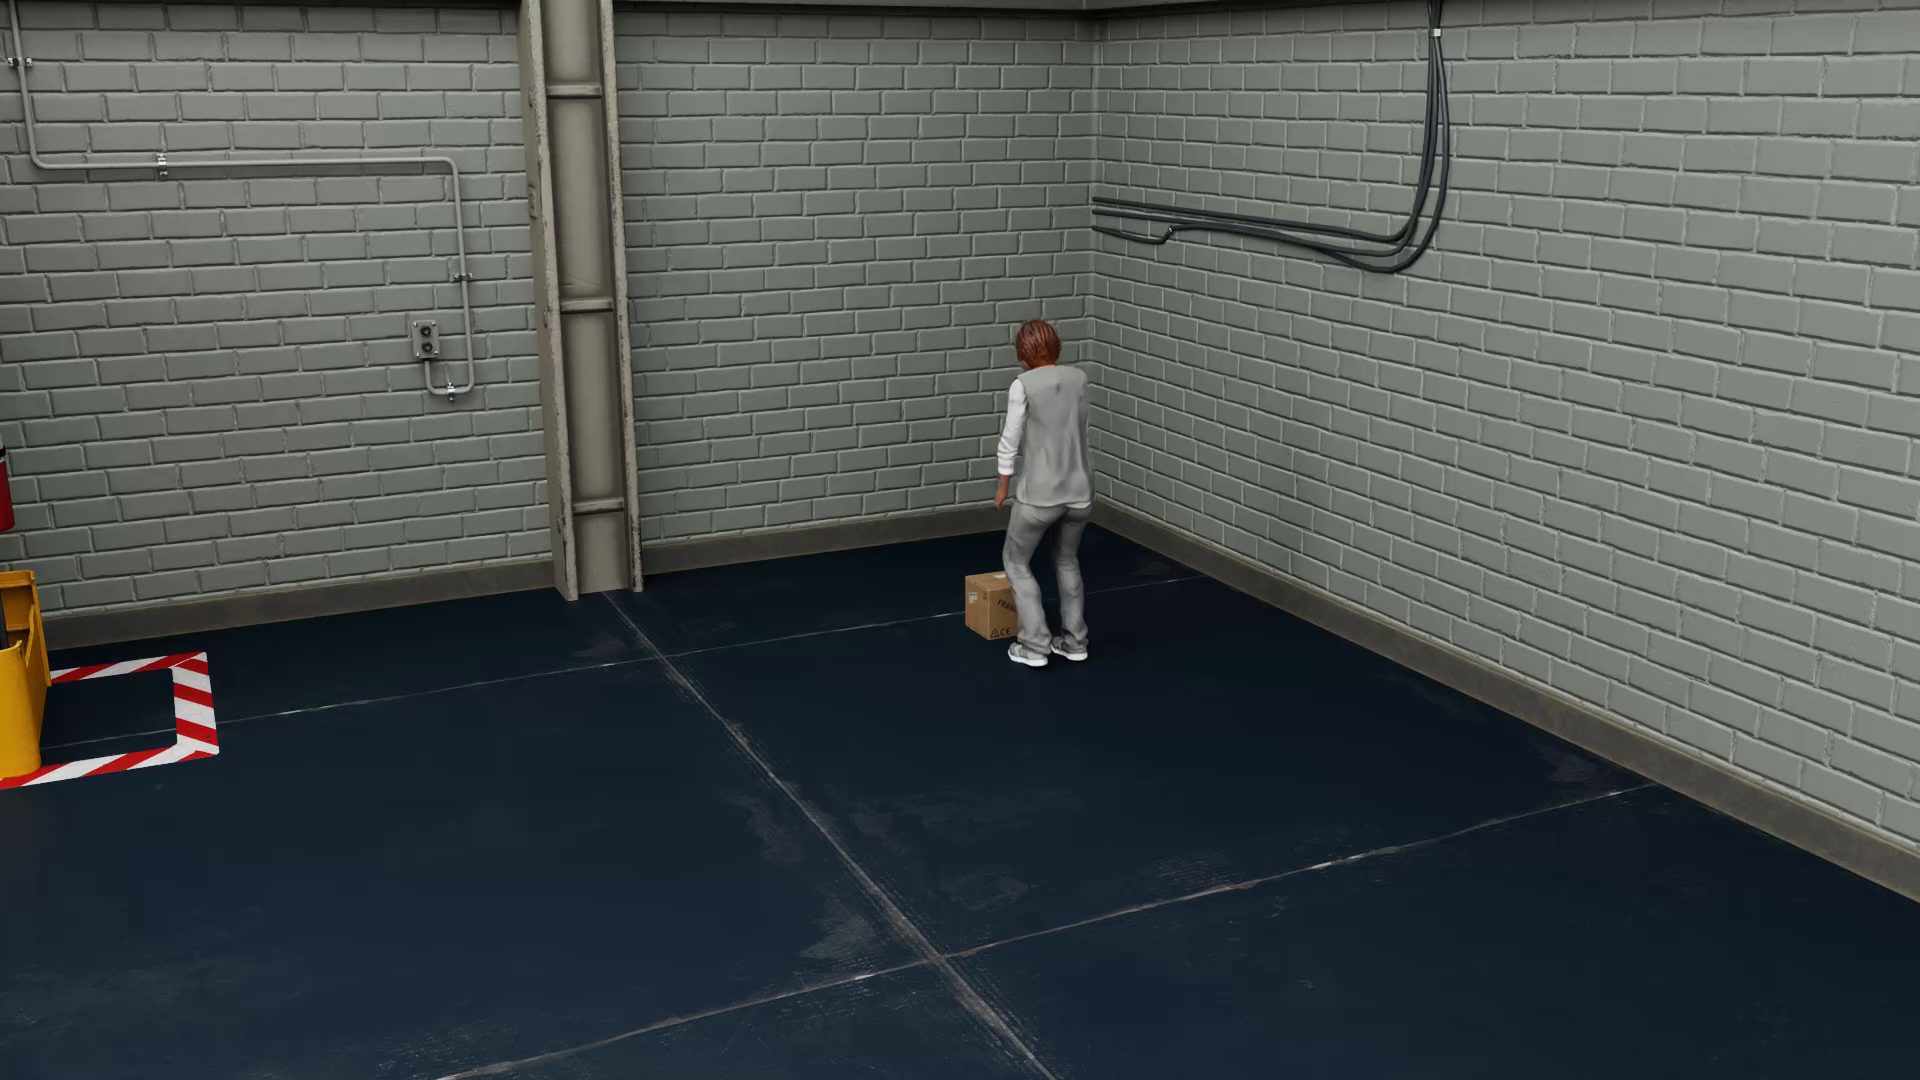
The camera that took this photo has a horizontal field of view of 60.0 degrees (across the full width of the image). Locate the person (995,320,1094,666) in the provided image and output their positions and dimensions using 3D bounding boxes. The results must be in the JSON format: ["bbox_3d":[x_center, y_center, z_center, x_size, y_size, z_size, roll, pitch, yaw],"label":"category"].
[{"bbox_3d":[0.374,-0.184,7.364,0.433,1.522,0.417,-7,17,-24],"label":"person"}]
